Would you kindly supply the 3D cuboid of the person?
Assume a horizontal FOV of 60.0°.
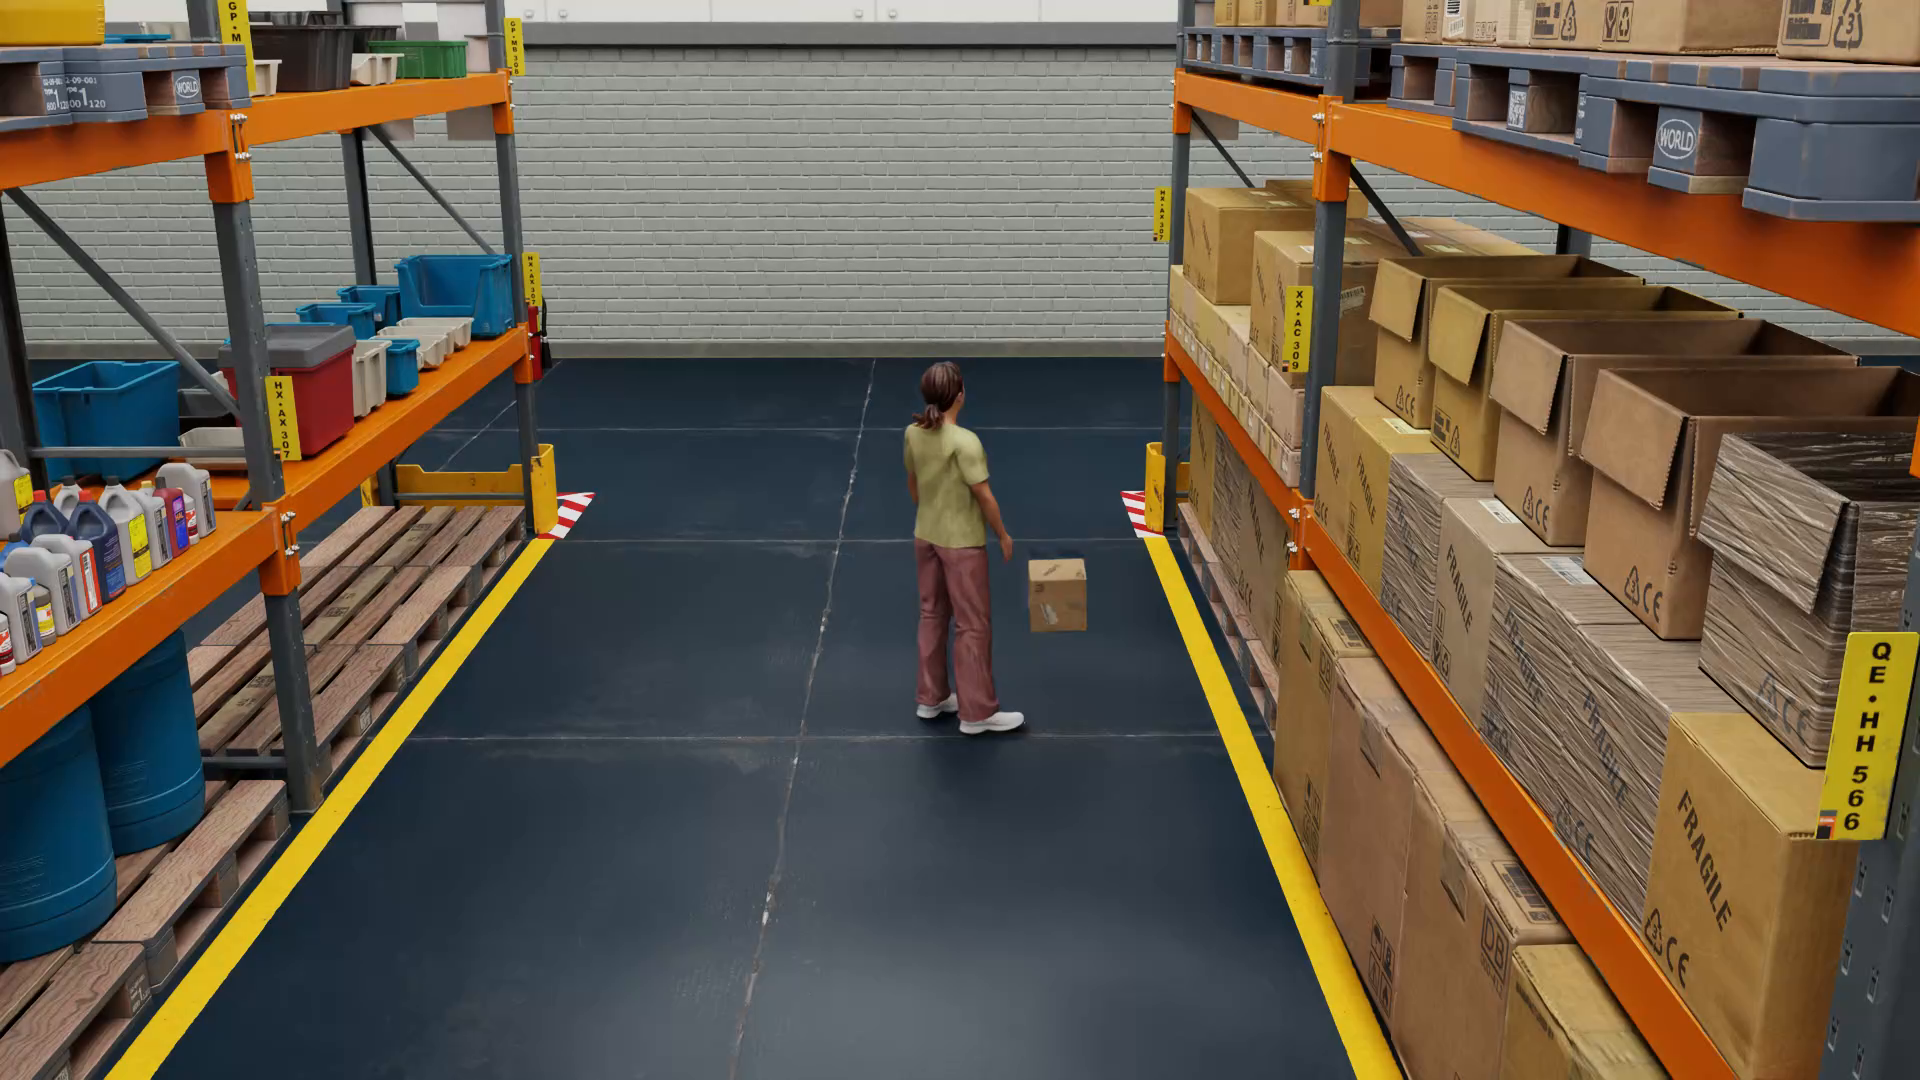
[{"bbox_3d":[-0.016,0.031,7.394,0.536,1.680,0.414,16,23,42],"label":"person"}]
